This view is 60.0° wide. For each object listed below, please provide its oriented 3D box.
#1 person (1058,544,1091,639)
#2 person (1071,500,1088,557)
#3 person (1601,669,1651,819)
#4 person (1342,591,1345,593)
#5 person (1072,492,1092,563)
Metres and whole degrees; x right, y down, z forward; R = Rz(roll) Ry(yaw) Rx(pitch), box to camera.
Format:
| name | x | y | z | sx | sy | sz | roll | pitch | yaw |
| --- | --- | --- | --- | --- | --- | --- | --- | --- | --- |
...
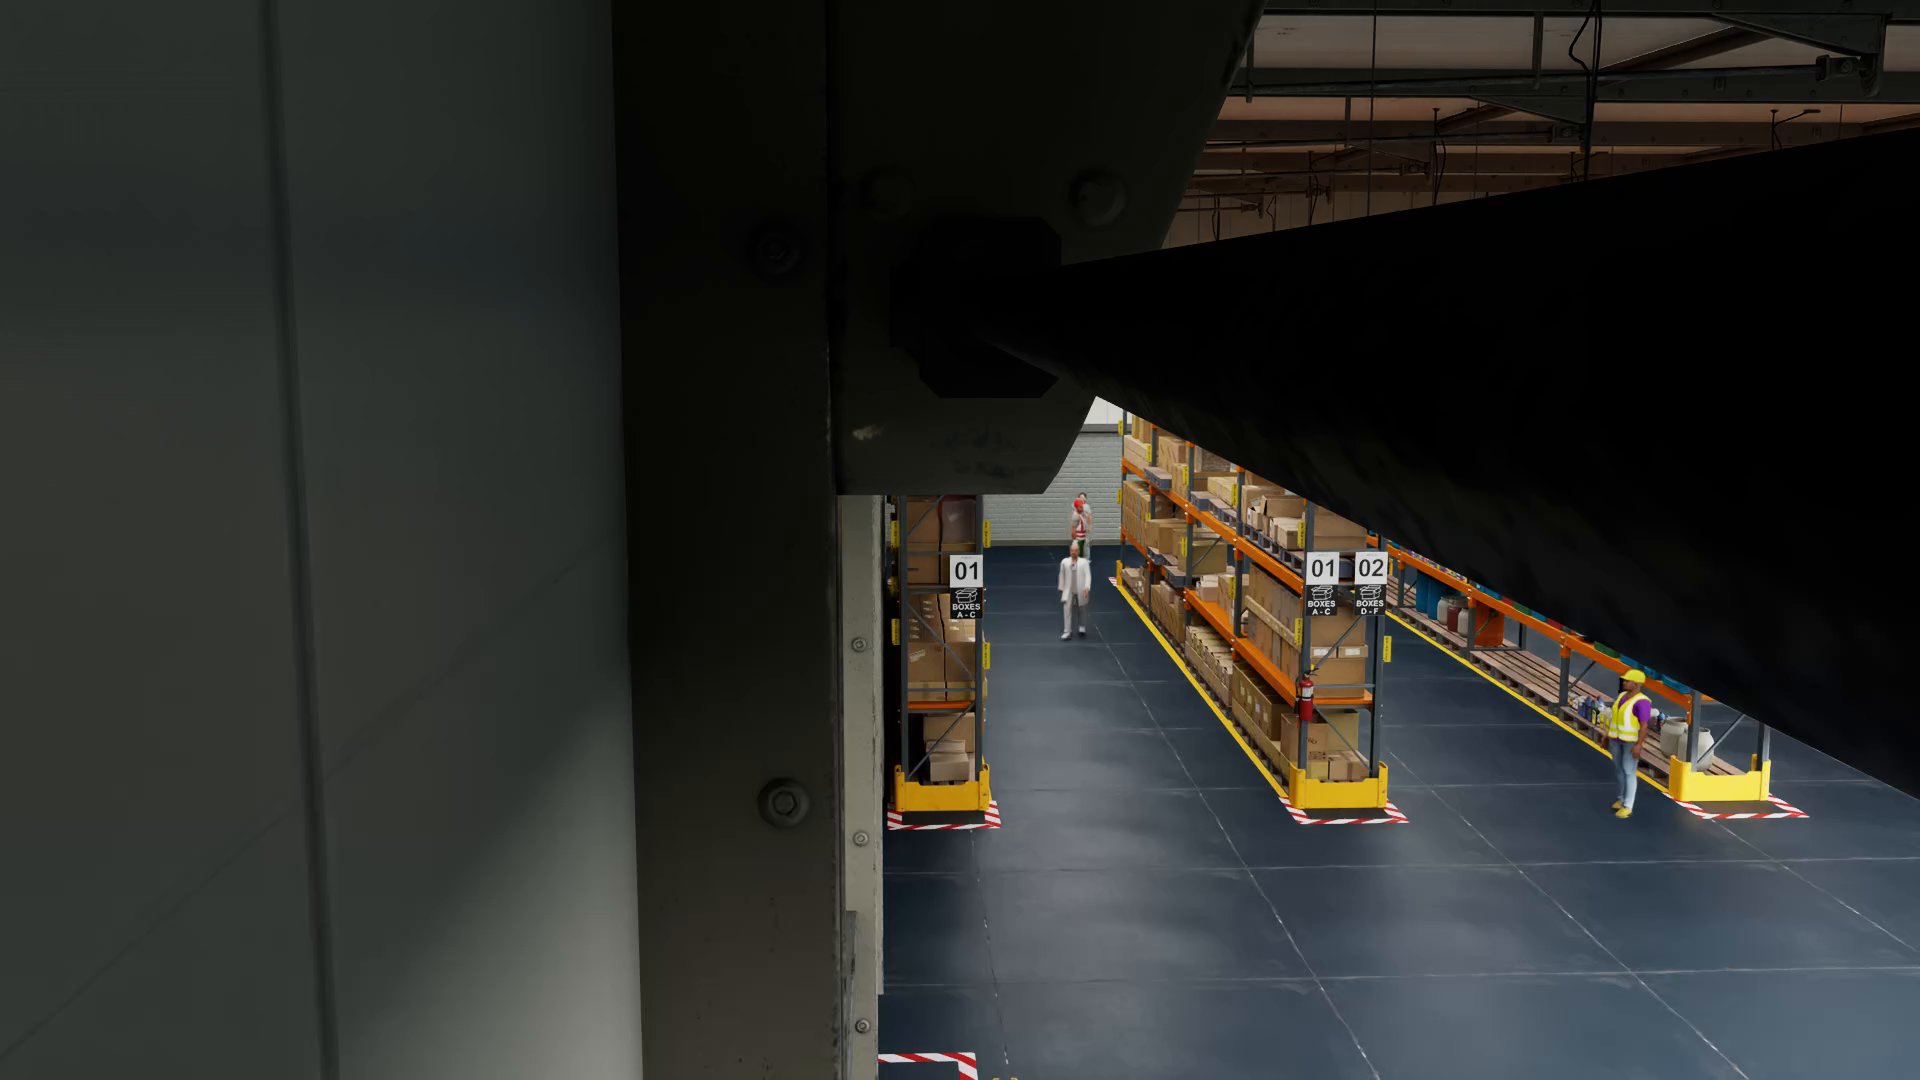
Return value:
| name | x | y | z | sx | sy | sz | roll | pitch | yaw |
| --- | --- | --- | --- | --- | --- | --- | --- | --- | --- |
| person | 2.115 | 0.939 | 30.742 | 0.648 | 1.726 | 1.112 | 2 | 9 | 13 |
| person | 2.627 | 0.002 | 36.946 | 0.367 | 1.802 | 0.638 | 2 | 9 | 15 |
| person | 8.146 | 2.476 | 20.391 | 0.574 | 1.783 | 0.594 | -6 | 10 | -33 |
| person | 6.876 | 0.980 | 30.807 | 0.526 | 1.636 | 0.939 | -1 | 9 | -8 |
| person | 2.883 | -0.292 | 39.410 | 0.468 | 1.684 | 0.364 | -4 | 9 | -24 |
